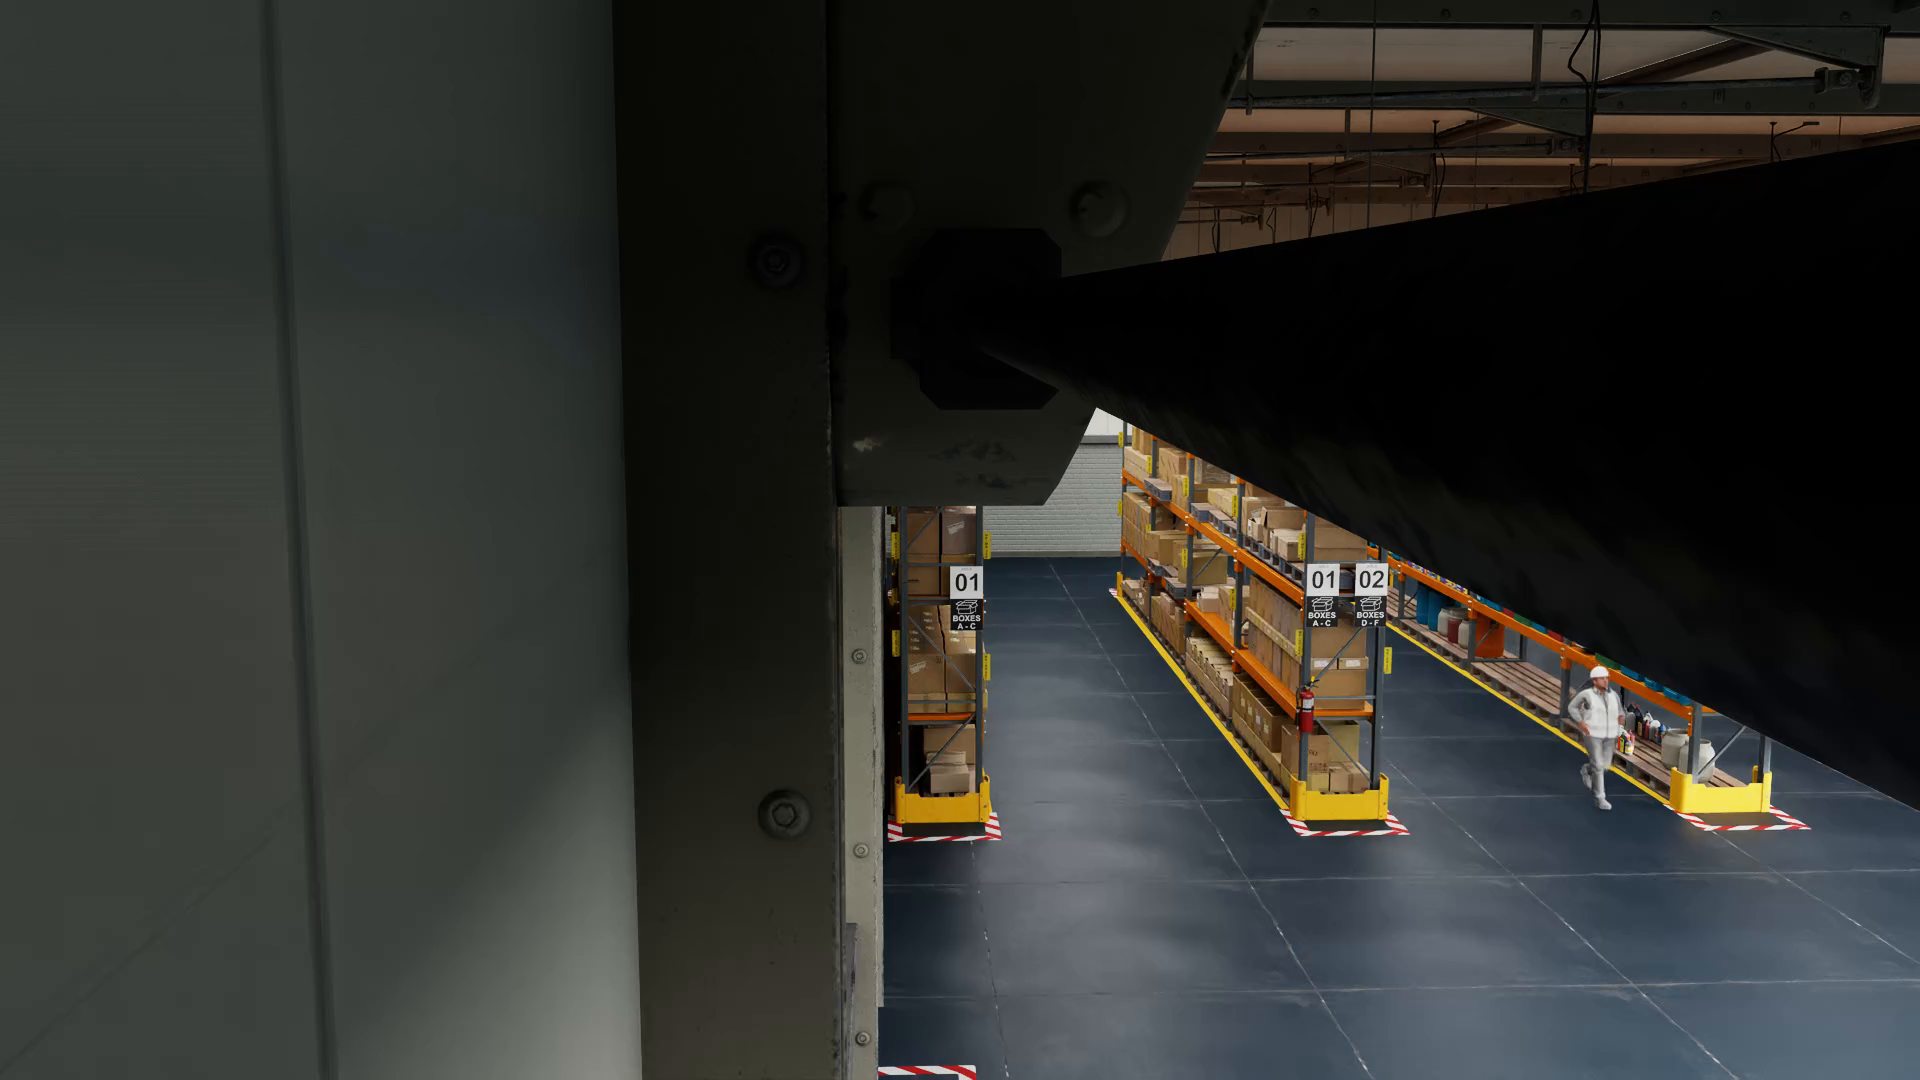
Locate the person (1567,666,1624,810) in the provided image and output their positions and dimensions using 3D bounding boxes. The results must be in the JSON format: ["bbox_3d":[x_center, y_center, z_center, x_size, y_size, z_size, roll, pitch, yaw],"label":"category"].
[{"bbox_3d":[8.131,2.478,21.160,0.687,1.747,0.920,-1,8,-10],"label":"person"}]
